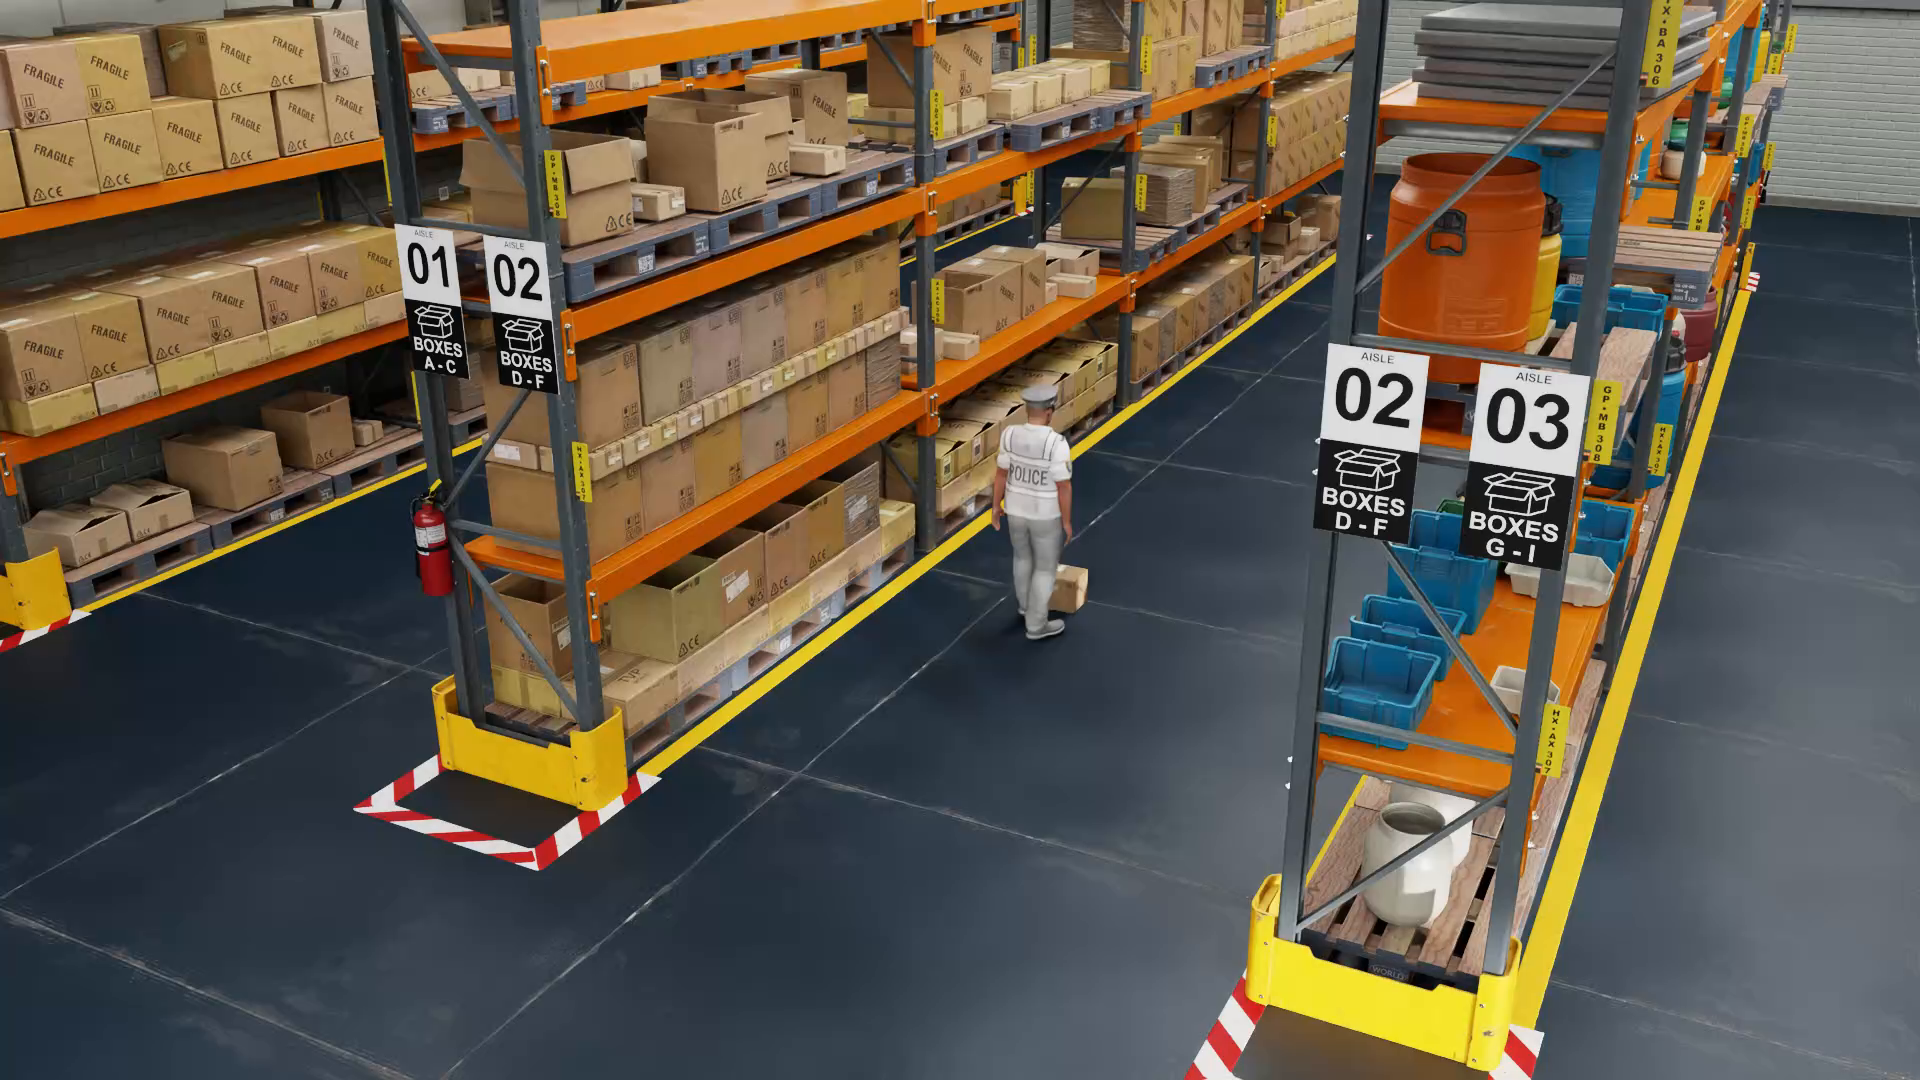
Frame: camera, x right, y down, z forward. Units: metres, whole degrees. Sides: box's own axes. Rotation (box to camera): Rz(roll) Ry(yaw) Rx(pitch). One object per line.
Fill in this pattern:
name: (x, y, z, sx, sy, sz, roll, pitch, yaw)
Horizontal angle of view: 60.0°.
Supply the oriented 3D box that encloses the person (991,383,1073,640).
person: (0.572, -0.230, 11.265, 0.599, 1.747, 0.643, 14, 26, 29)
